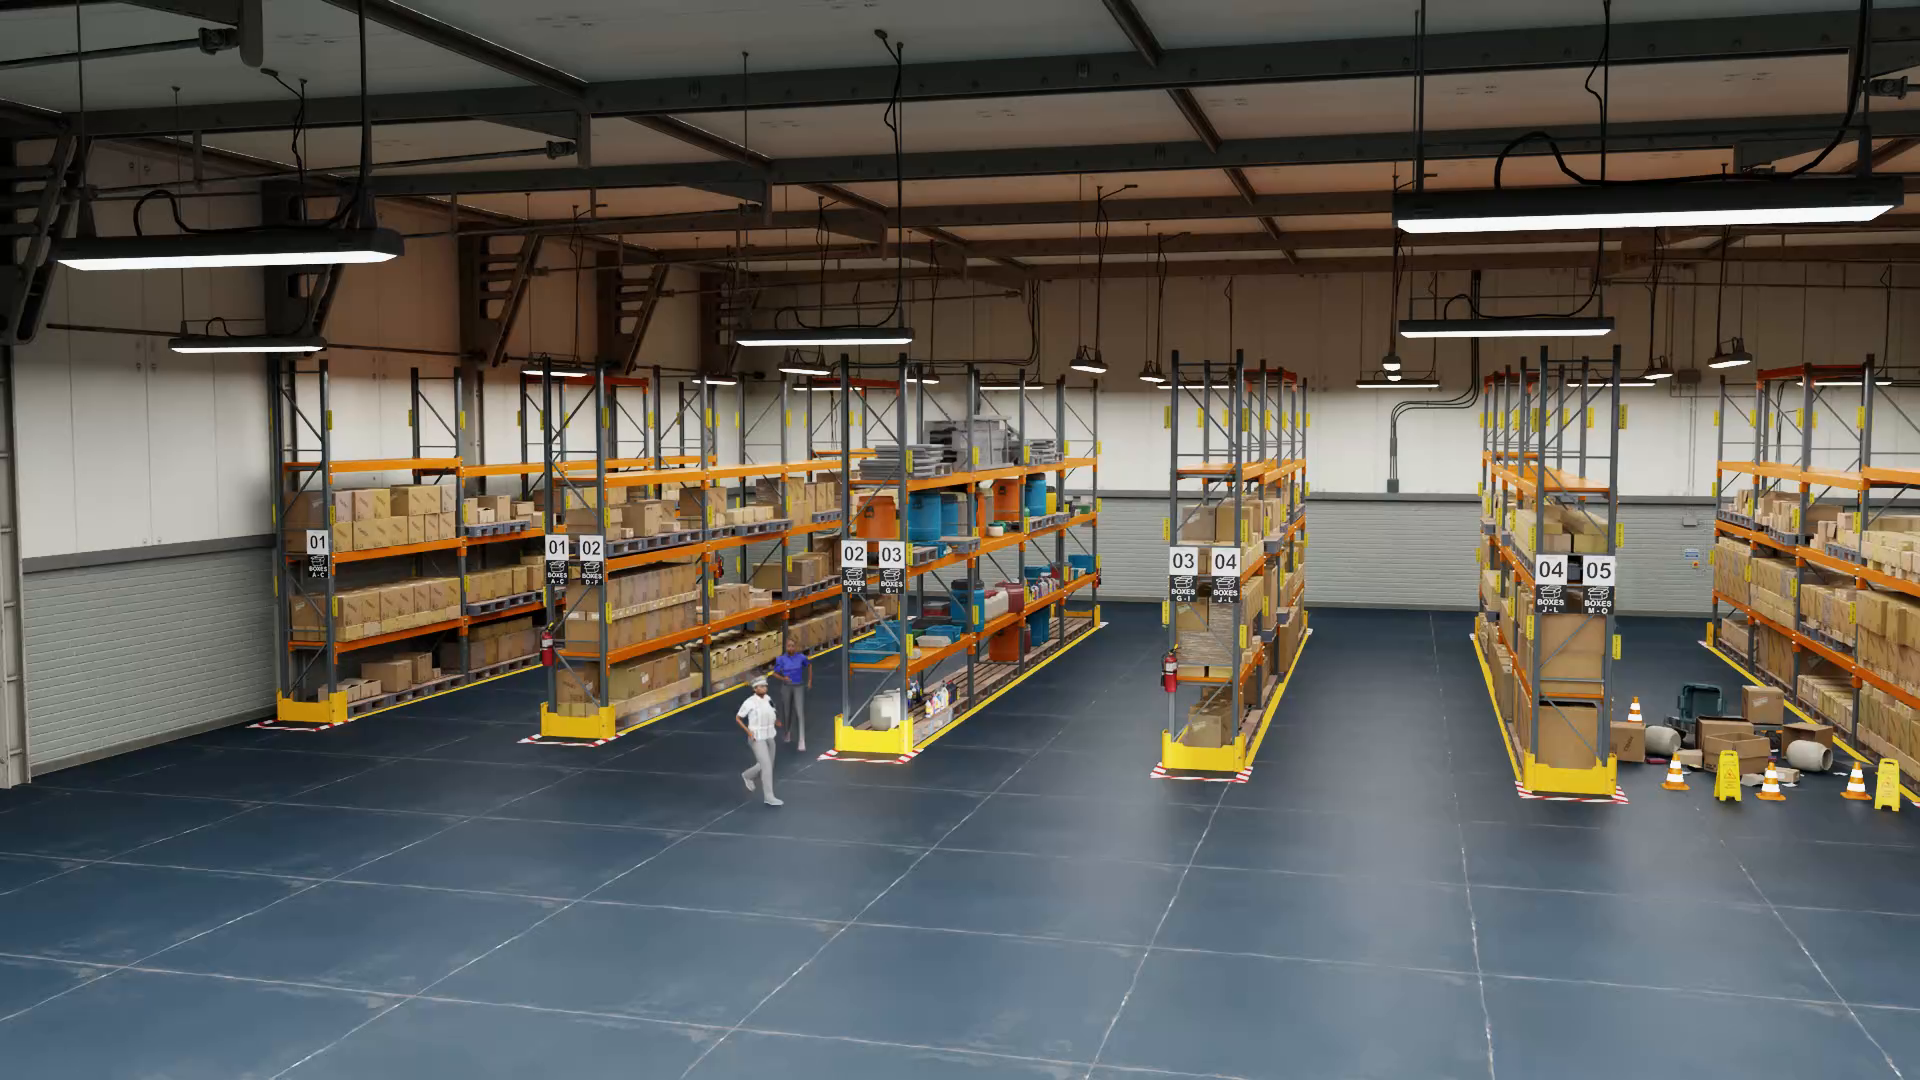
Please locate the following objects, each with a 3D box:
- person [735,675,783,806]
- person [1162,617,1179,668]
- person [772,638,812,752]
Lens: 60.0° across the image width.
[{"bbox_3d":[-2.623,2.595,21.783,0.851,1.669,0.588,3,5,40],"label":"person"},{"bbox_3d":[4.319,1.794,32.668,0.699,1.738,0.758,1,4,7],"label":"person"},{"bbox_3d":[-2.567,2.357,25.477,0.611,1.710,0.776,-1,4,-7],"label":"person"}]
